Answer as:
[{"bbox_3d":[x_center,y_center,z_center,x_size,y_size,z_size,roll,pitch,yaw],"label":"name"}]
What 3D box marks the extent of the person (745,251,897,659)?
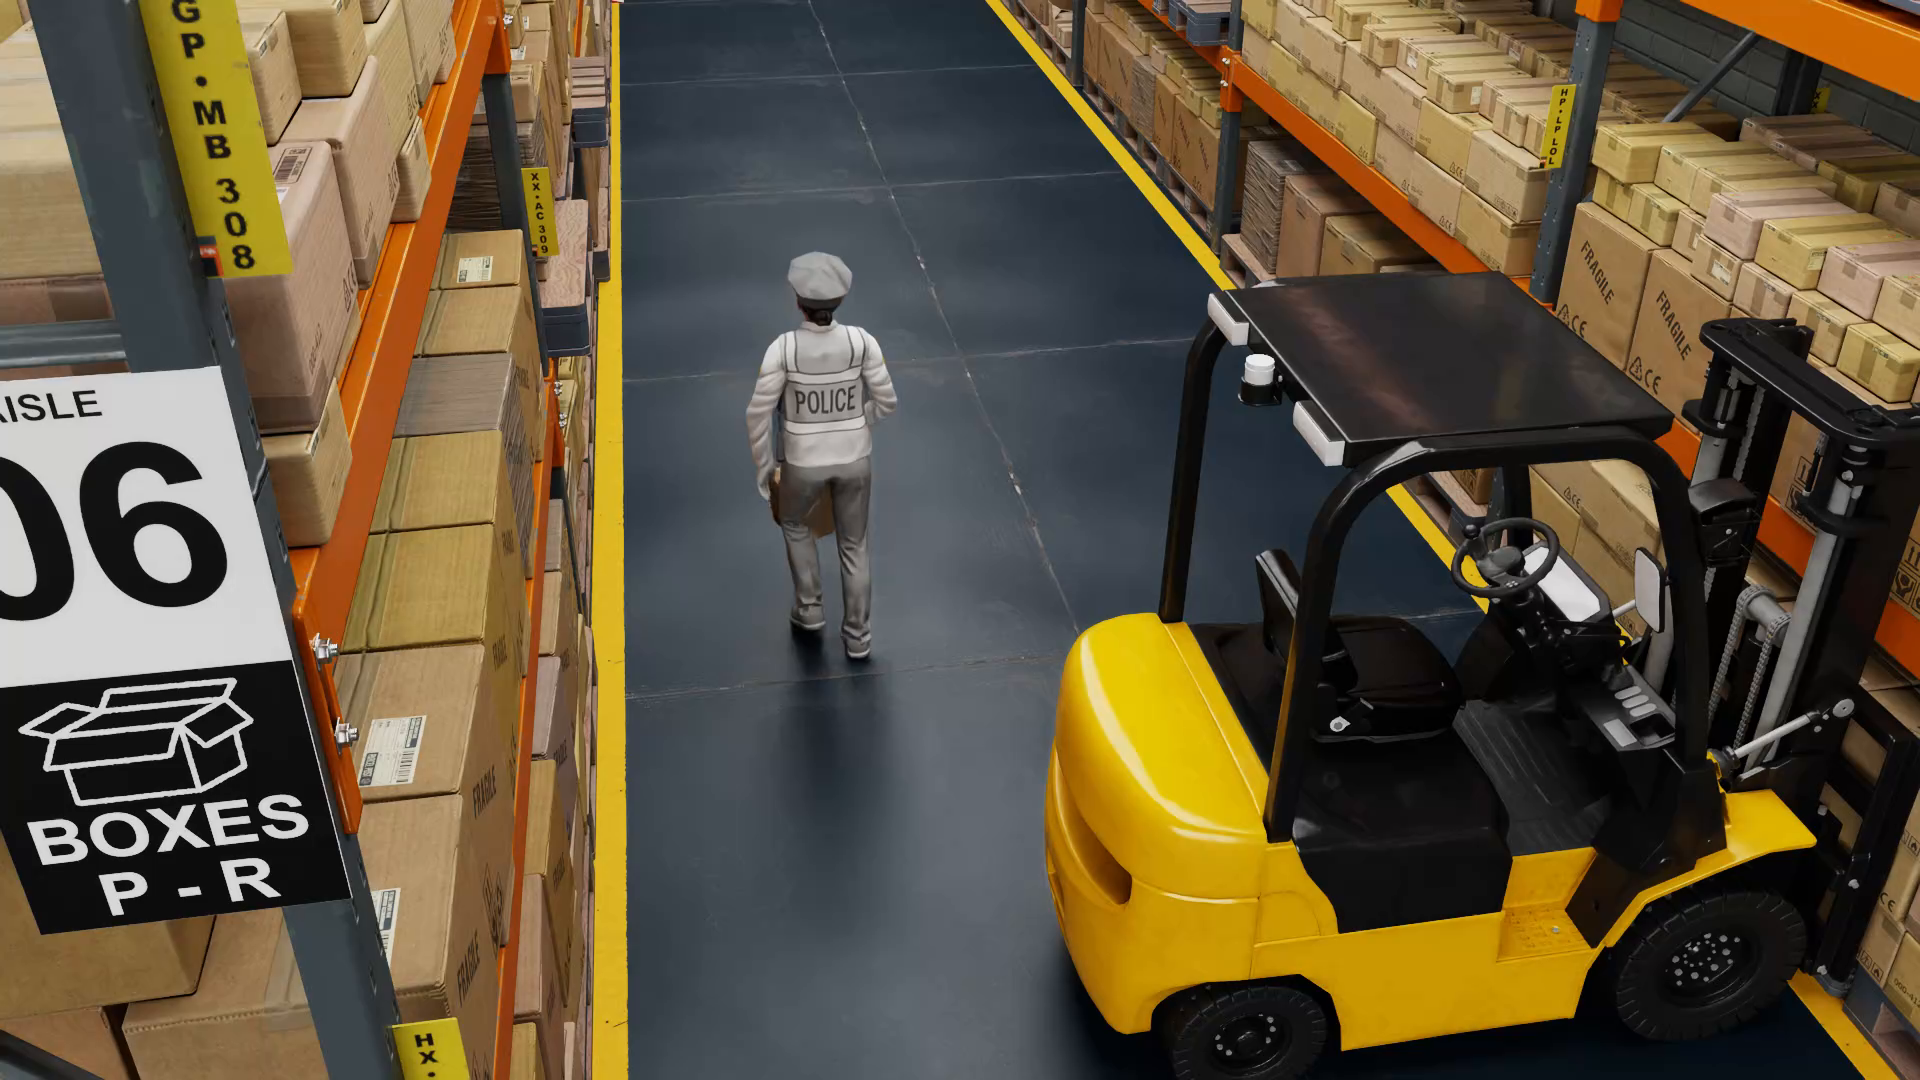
[{"bbox_3d":[-0.550,-0.334,6.682,0.606,1.670,0.523,-6,31,-10],"label":"person"}]
